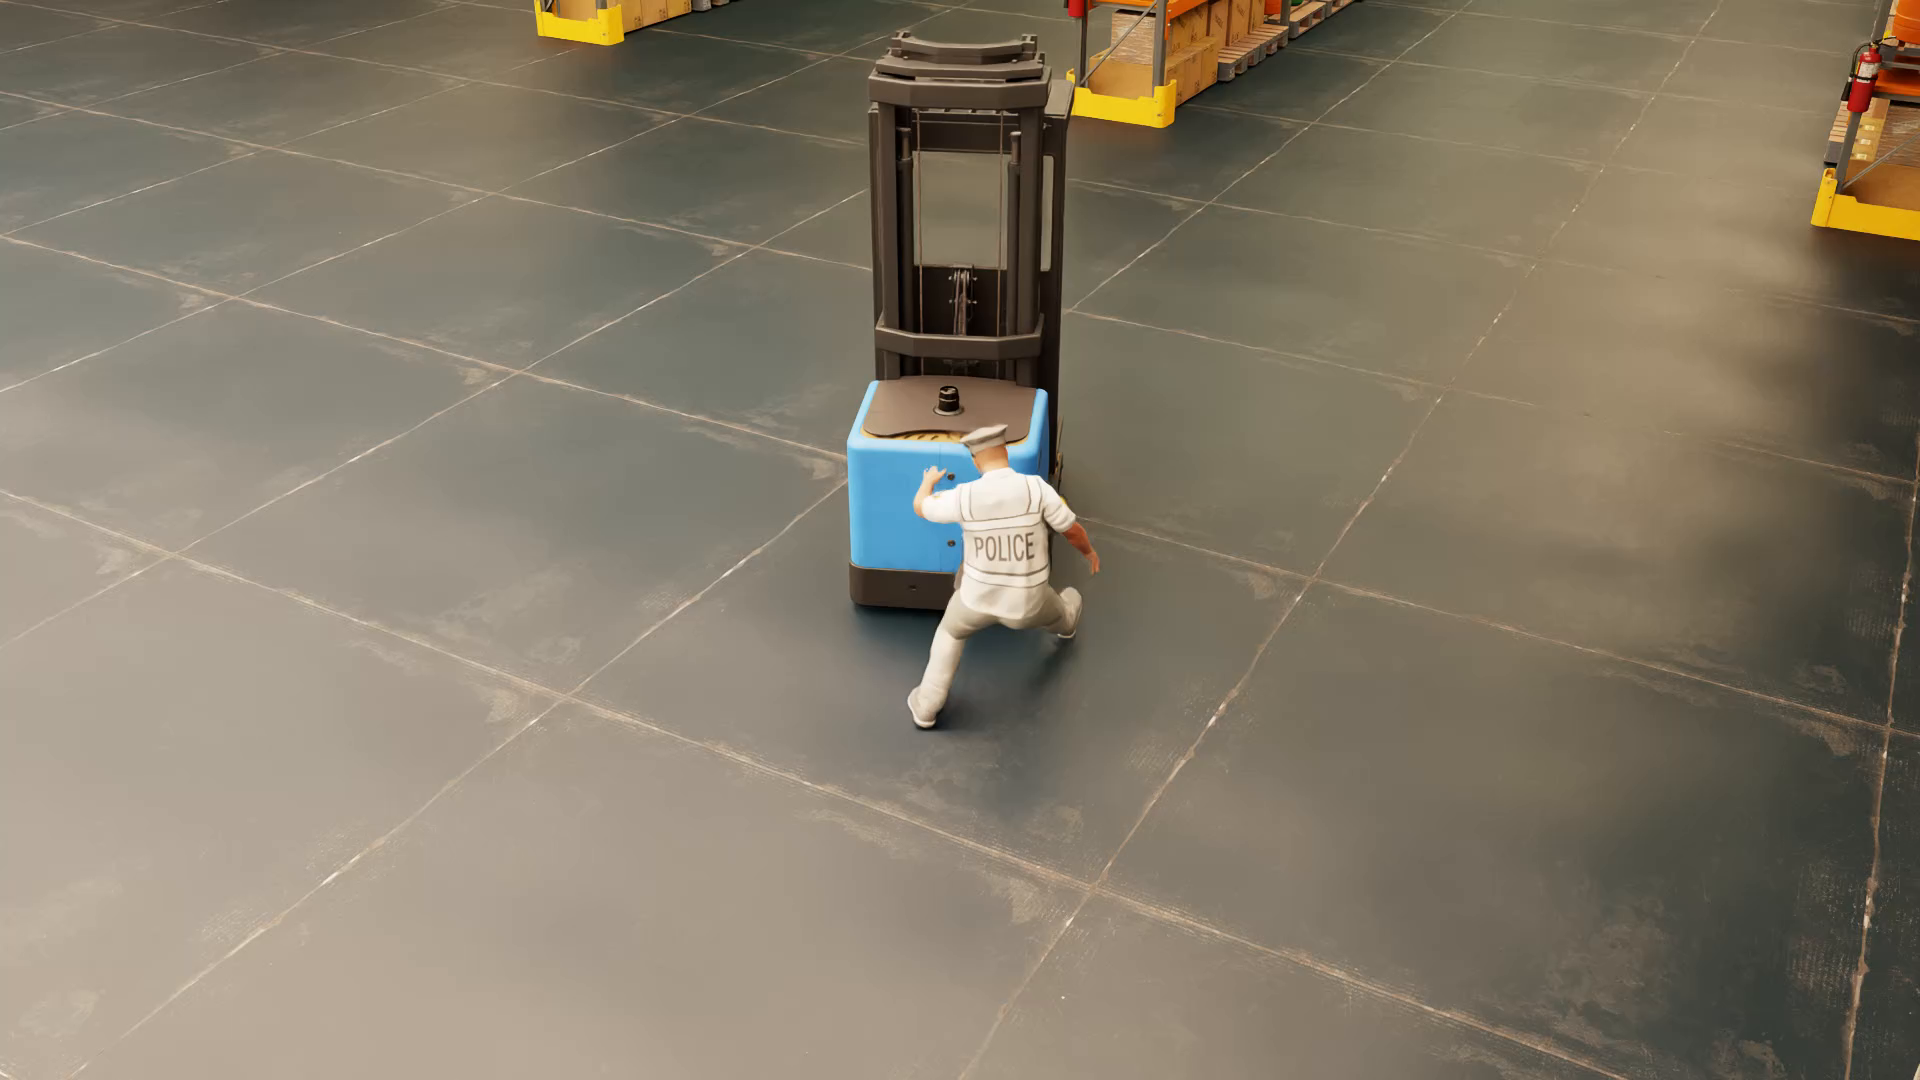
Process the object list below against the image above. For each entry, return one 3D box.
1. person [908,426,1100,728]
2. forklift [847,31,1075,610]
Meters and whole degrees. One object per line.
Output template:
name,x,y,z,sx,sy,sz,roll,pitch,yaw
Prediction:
person,0.235,0.048,8.426,0.949,1.520,1.099,3,30,4
forklift,0.072,-1.572,9.794,1.130,2.935,3.031,3,30,6
